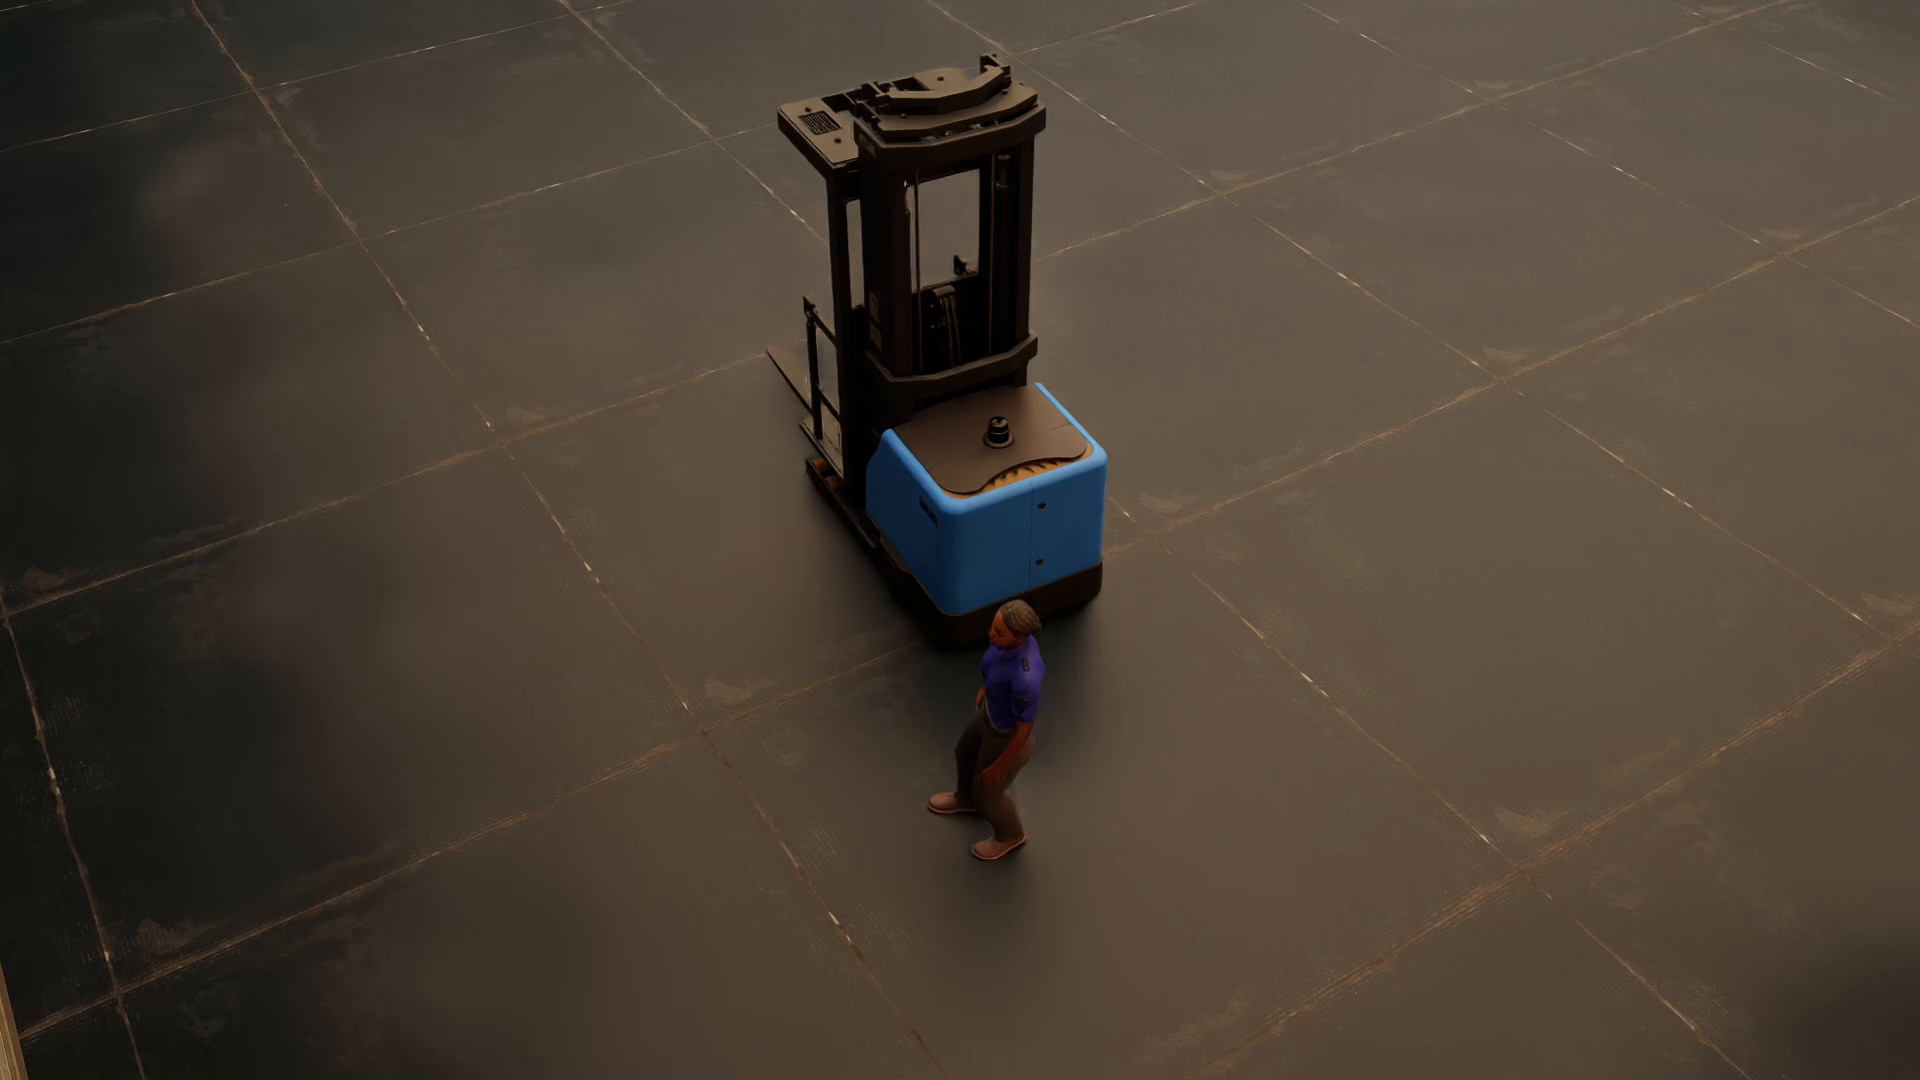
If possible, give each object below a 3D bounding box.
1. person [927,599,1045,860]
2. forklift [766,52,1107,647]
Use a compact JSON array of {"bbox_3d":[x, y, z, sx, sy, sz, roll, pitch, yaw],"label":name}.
[{"bbox_3d":[0.121,0.900,7.852,0.501,1.634,0.602,-6,42,-7],"label":"person"},{"bbox_3d":[-0.313,-1.469,9.551,1.130,2.935,3.031,-19,45,-21],"label":"forklift"}]
